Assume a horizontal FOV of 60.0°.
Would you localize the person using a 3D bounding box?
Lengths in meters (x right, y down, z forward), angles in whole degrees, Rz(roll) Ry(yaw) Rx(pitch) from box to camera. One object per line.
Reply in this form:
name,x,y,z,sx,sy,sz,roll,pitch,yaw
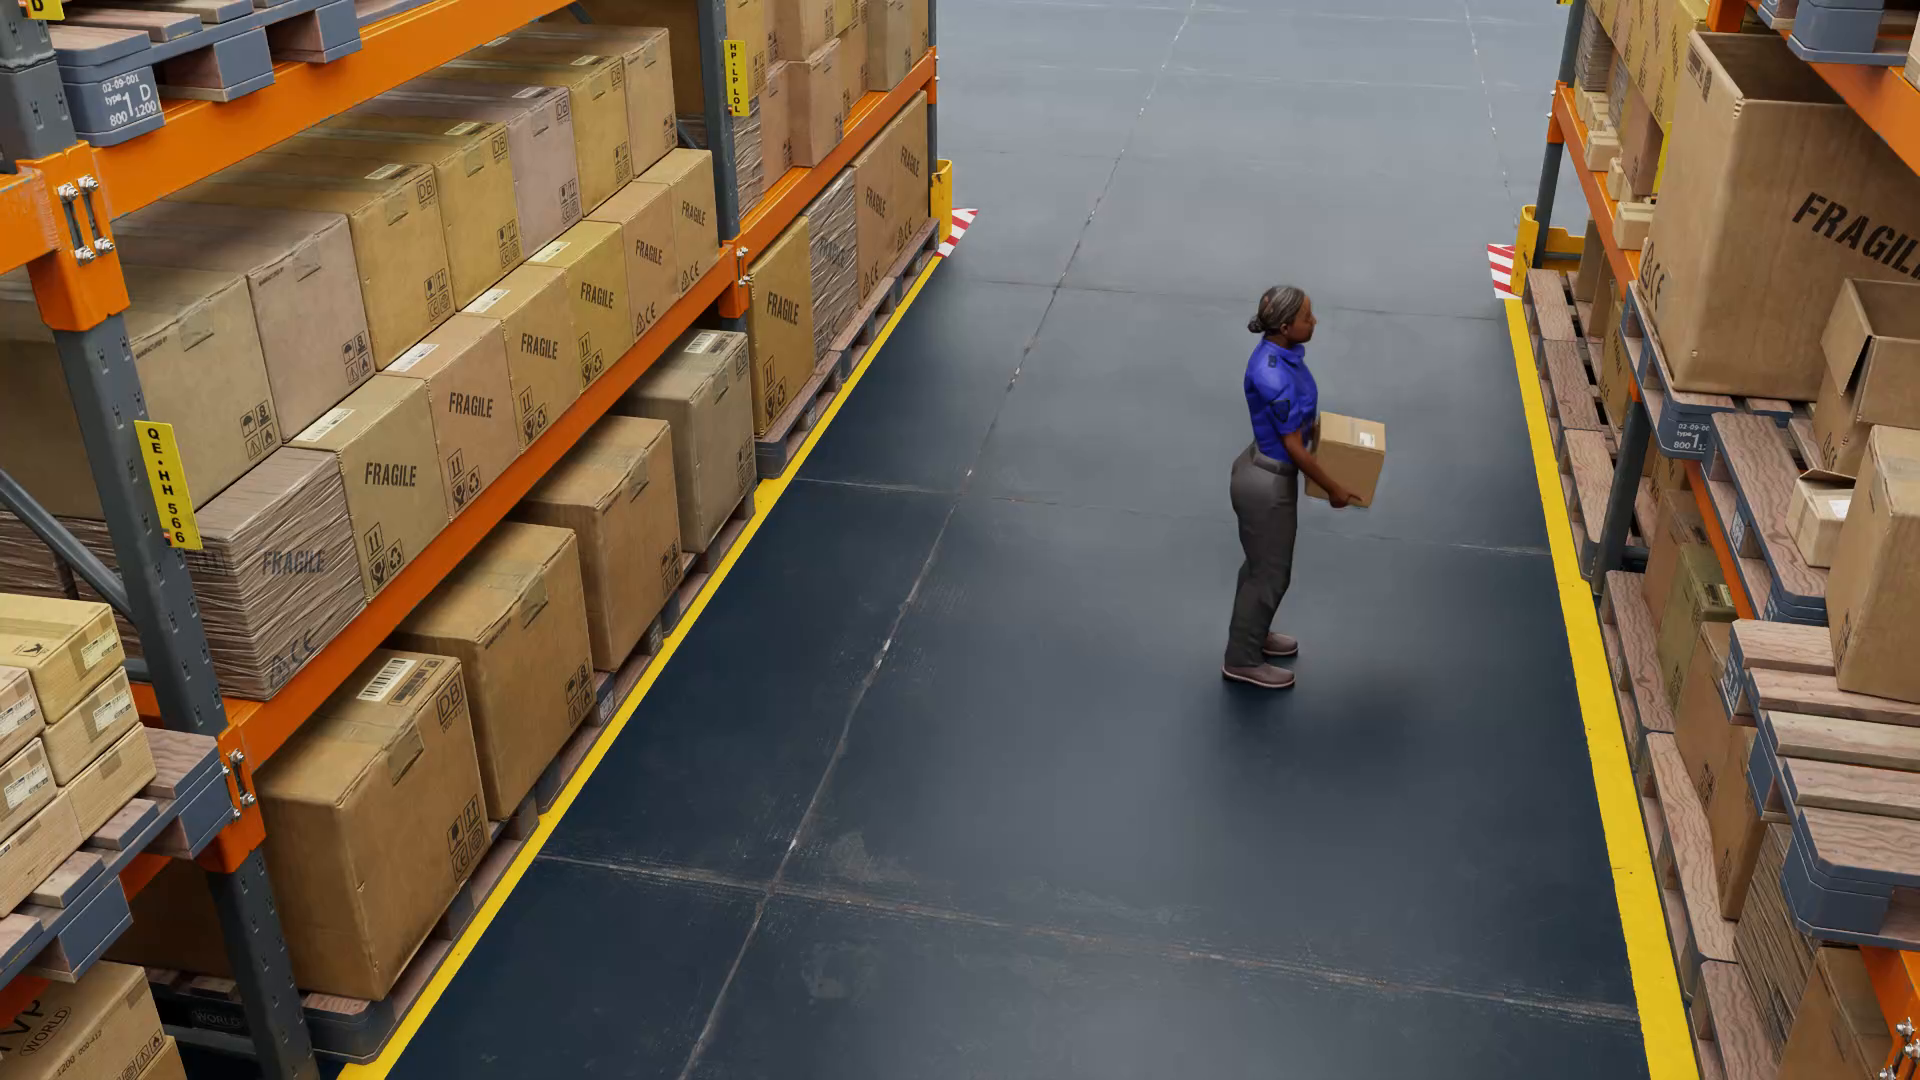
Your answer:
person,1.312,-0.202,6.505,0.504,1.656,0.435,6,29,10
